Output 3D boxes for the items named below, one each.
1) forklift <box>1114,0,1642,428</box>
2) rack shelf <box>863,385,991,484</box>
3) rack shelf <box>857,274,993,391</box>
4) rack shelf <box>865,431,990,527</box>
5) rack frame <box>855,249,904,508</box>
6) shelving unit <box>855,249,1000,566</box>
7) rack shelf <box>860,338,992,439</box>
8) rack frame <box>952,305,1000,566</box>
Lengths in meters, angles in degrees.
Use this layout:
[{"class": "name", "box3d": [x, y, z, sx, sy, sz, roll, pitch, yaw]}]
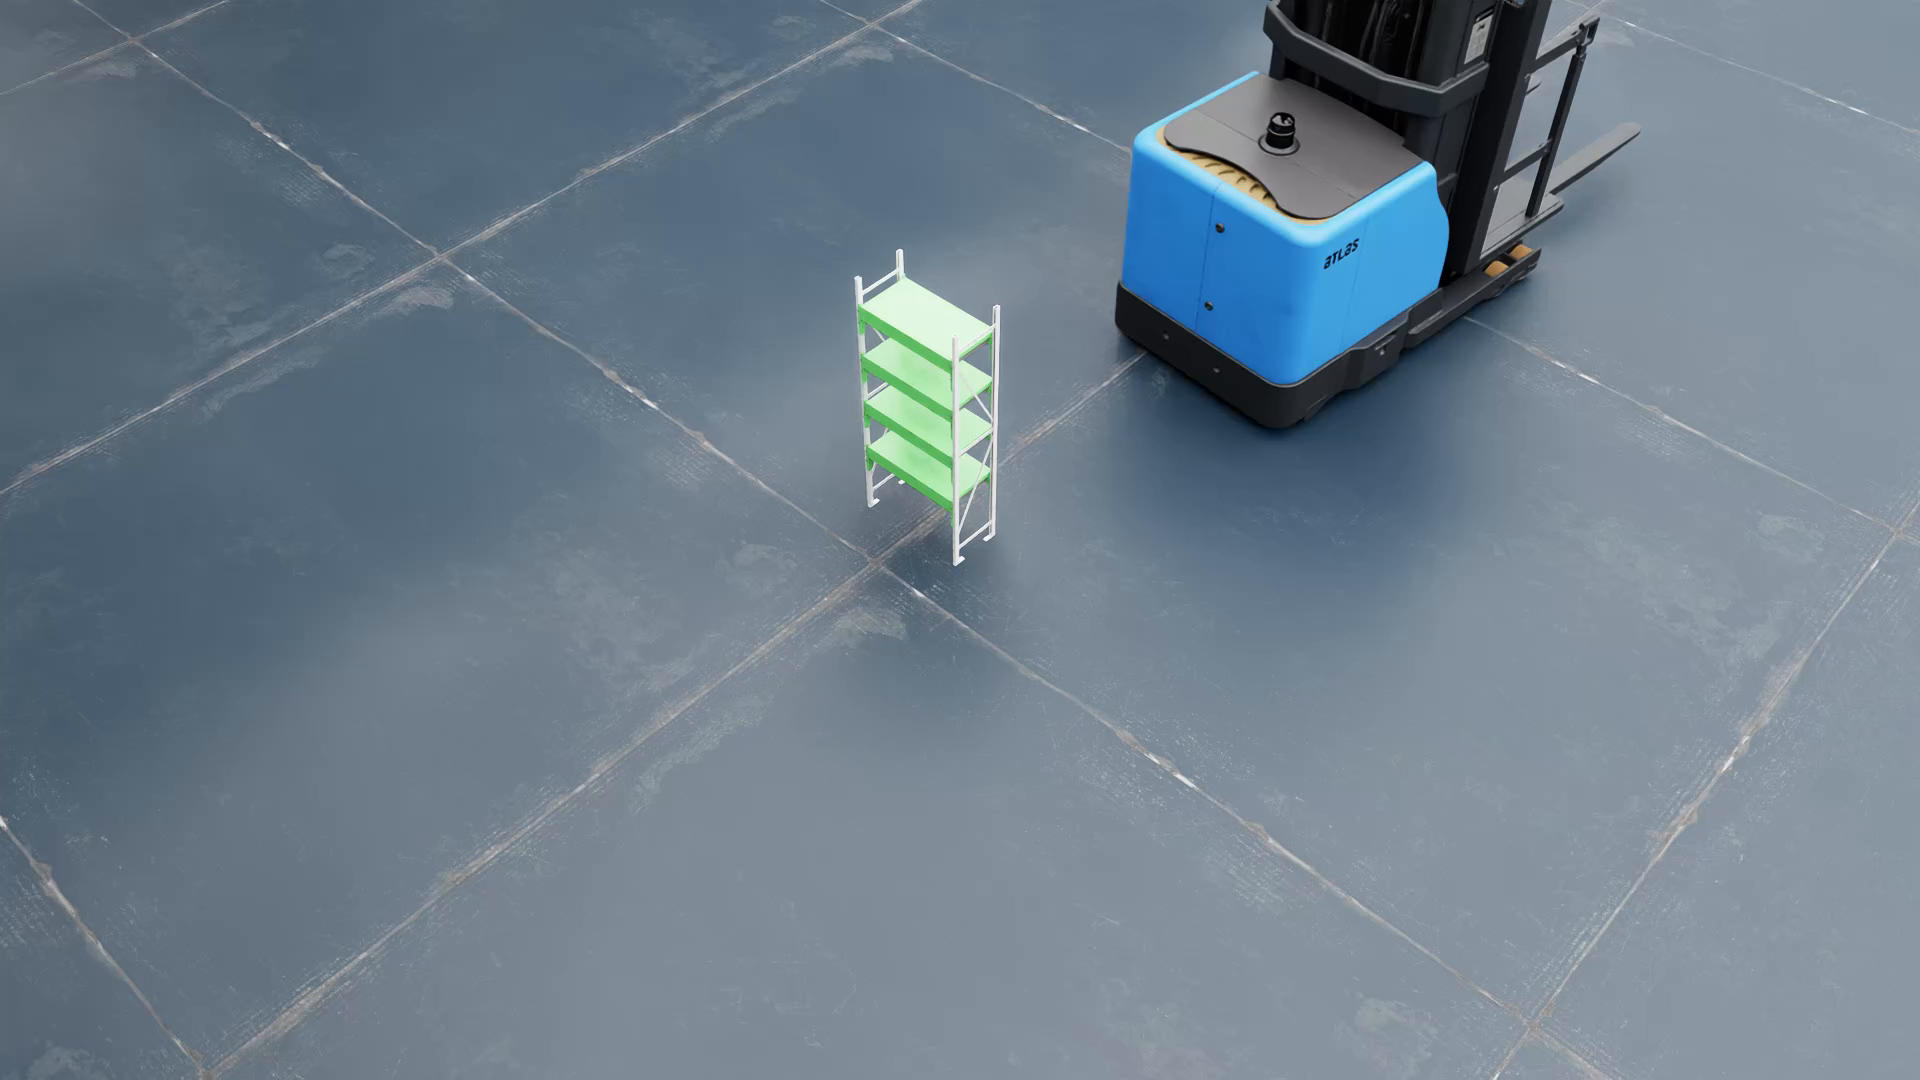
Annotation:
[{"class": "forklift", "box3d": [2.154, -2.425, 7.125, 3.031, 2.935, 1.130, -33, 55, -27]}, {"class": "rack shelf", "box3d": [-0.122, -0.449, 6.545, 0.480, 0.148, 0.258, 34, 55, 28]}, {"class": "rack shelf", "box3d": [-0.122, -0.777, 6.195, 0.480, 0.148, 0.258, 34, 55, 28]}, {"class": "rack shelf", "box3d": [-0.122, -0.285, 6.720, 0.480, 0.148, 0.258, 34, 55, 28]}, {"class": "rack frame", "box3d": [-0.301, -0.613, 6.611, 0.015, 1.200, 0.240, 34, 55, 28]}, {"class": "shelving unit", "box3d": [-0.122, -0.493, 6.498, 0.503, 1.200, 0.258, 34, 55, 28]}, {"class": "rack shelf", "box3d": [-0.122, -0.613, 6.370, 0.480, 0.148, 0.258, 34, 55, 28]}, {"class": "rack frame", "box3d": [0.058, -0.372, 6.385, 0.015, 1.200, 0.240, 34, 55, 28]}]
